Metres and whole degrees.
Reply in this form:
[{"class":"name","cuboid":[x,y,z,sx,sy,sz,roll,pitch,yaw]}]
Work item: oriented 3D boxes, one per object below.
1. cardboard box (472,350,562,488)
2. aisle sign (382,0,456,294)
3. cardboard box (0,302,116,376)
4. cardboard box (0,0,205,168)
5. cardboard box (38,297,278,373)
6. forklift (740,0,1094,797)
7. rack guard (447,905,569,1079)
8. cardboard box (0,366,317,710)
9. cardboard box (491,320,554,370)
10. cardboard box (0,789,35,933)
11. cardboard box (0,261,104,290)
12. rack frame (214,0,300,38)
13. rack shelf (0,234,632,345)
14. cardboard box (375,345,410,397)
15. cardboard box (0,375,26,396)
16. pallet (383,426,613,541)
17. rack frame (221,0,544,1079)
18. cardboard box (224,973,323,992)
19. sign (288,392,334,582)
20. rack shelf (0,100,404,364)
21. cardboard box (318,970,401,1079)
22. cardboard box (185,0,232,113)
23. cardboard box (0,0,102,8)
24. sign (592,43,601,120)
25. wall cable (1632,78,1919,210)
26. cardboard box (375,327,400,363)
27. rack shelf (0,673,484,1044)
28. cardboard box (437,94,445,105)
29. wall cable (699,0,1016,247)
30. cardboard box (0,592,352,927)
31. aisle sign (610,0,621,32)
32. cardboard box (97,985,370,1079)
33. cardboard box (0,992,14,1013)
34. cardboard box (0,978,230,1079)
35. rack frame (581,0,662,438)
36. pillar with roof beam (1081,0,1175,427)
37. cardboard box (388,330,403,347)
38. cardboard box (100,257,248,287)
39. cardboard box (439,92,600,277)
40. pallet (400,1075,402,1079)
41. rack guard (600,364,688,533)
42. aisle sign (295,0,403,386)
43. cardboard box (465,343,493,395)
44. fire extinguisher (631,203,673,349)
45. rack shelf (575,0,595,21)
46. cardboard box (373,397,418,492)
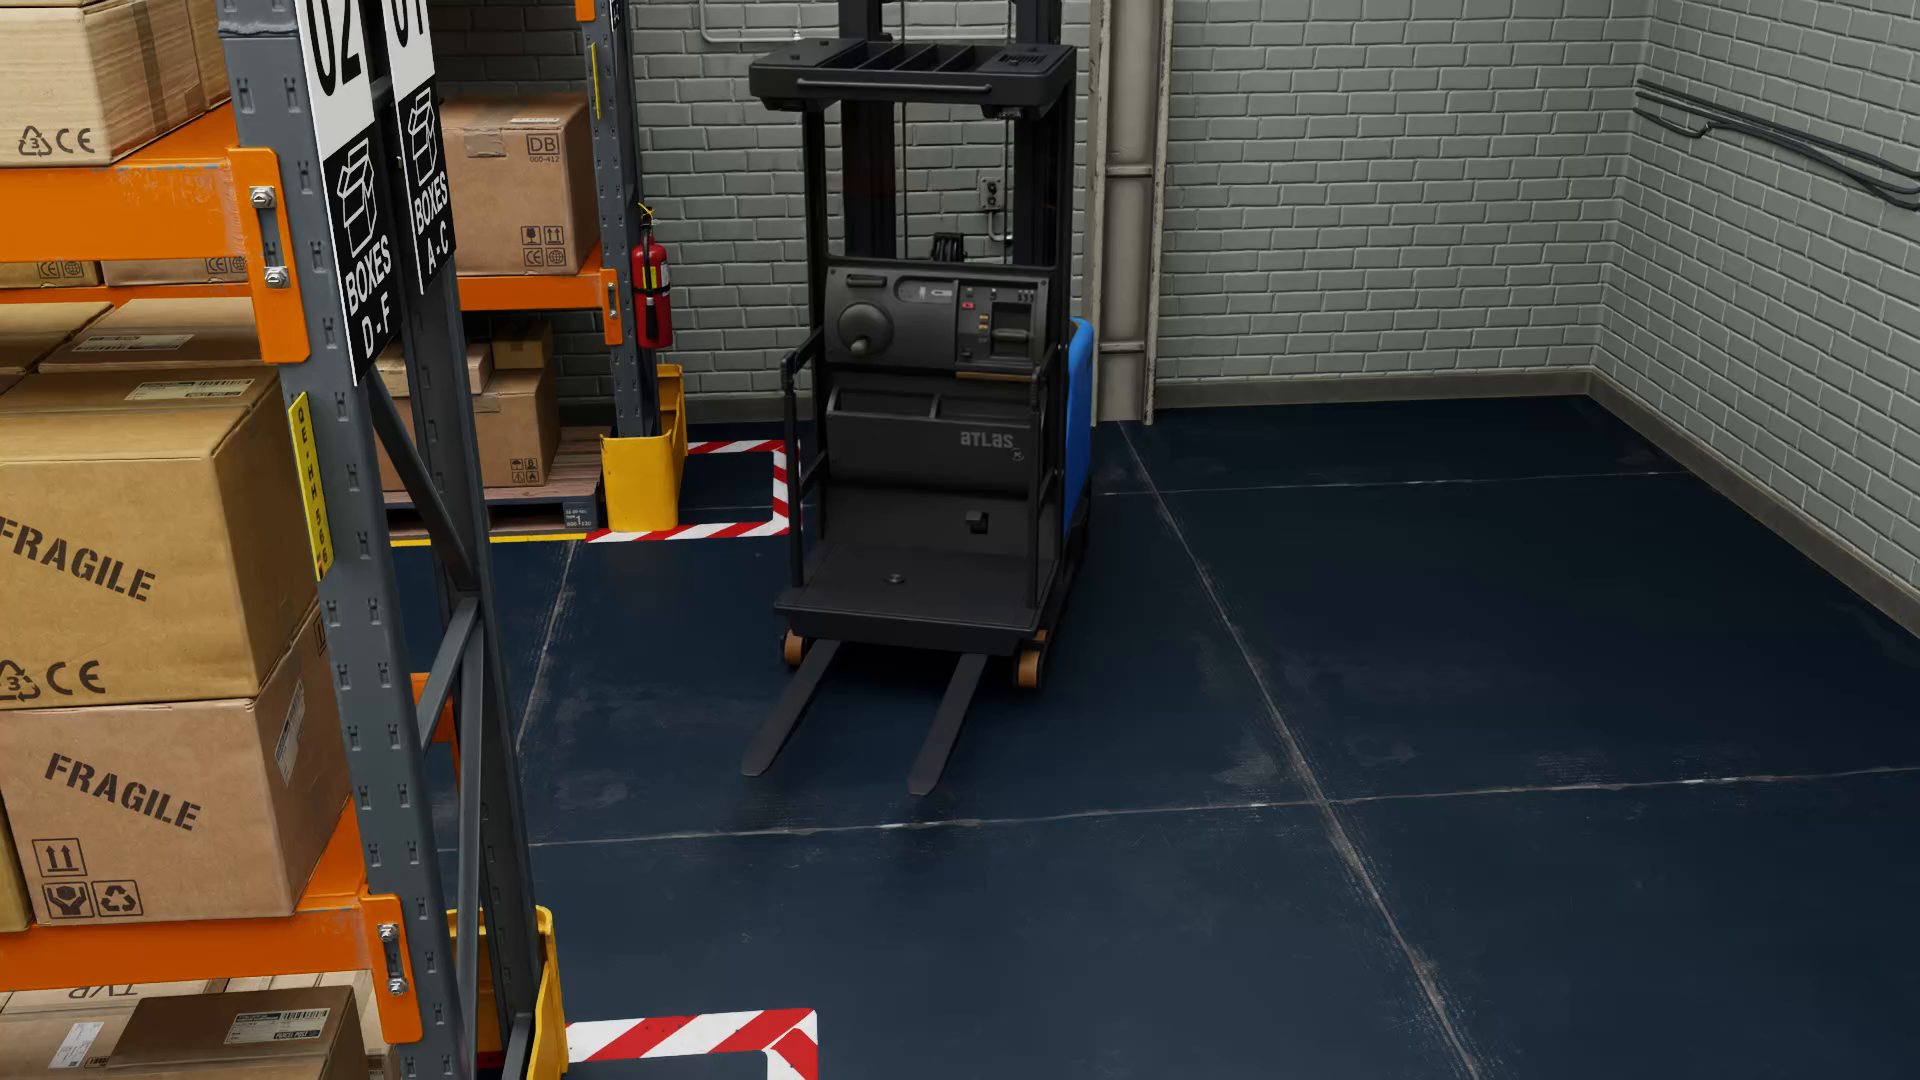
[{"class":"cardboard box","cuboid":[-2.362,-0.628,8.530,0.500,0.500,0.700,-2,24,-5]},{"class":"aisle sign","cuboid":[-1.146,-0.954,3.503,0.004,0.787,0.394,-2,24,-5]},{"class":"cardboard box","cuboid":[-2.172,-0.212,3.680,0.500,0.500,0.500,-2,24,-5]},{"class":"cardboard box","cuboid":[-1.670,-0.820,2.893,0.500,0.250,0.500,-2,24,-5]},{"class":"cardboard box","cuboid":[-1.652,-0.236,3.734,0.500,0.500,0.500,-2,24,-4]},{"class":"forklift","cuboid":[-0.140,-0.886,6.635,1.130,2.935,3.031,5,24,11]},{"class":"rack guard","cuboid":[-1.260,1.501,4.258,0.348,0.500,1.175,-2,24,-5]},{"class":"cardboard box","cuboid":[-1.601,-0.018,3.244,0.500,0.500,0.500,-3,24,-6]},{"class":"cardboard box","cuboid":[-2.257,-1.010,8.592,0.250,0.149,0.380,-2,24,-5]},{"class":"cardboard box","cuboid":[-2.120,0.460,3.400,0.500,0.500,0.500,-2,24,-5]},{"class":"cardboard box","cuboid":[-4.388,-1.666,7.936,0.700,0.700,0.980,-3,24,-6]},{"class":"rack frame","cuboid":[-1.185,-2.386,2.539,0.127,3.000,1.000,-2,24,-5]},{"class":"rack shelf","cuboid":[-3.666,-1.238,8.228,4.000,0.370,1.077,-2,24,-5]},{"class":"cardboard box","cuboid":[-2.726,-0.835,8.198,0.250,0.149,0.380,-2,24,-4]},{"class":"cardboard box","cuboid":[-2.103,0.002,3.198,0.500,0.500,0.500,-2,24,-4]},{"class":"pallet","cuboid":[-2.463,-0.309,8.685,1.213,0.211,1.003,-2,24,-5]},{"class":"rack frame","cuboid":[-1.185,0.355,3.757,0.127,3.000,1.000,-2,24,-5]},{"class":"cardboard box","cuboid":[-1.884,1.337,4.496,0.250,0.166,0.380,-2,24,-5]},{"class":"sign","cuboid":[-1.150,-0.093,2.952,0.005,0.325,0.100,-2,24,-5]},{"class":"rack shelf","cuboid":[-3.175,-0.607,3.115,4.000,0.370,1.077,-2,24,-5]},{"class":"cardboard box","cuboid":[-1.635,1.335,4.522,0.250,0.149,0.380,-2,24,-5]},{"class":"cardboard box","cuboid":[-1.721,-1.029,3.364,0.500,0.250,0.500,-2,24,-5]},{"class":"cardboard box","cuboid":[-1.671,-1.052,2.799,0.500,0.250,0.500,-2,24,-5]},{"class":"sign","cuboid":[-1.636,-2.064,7.484,0.005,0.325,0.100,-2,24,-5]},{"class":"wall cable","cuboid":[3.988,-3.051,7.857,0.112,2.526,3.097,-2,24,-5]},{"class":"cardboard box","cuboid":[-3.011,-0.980,8.523,0.250,0.149,0.380,-2,24,-5]},{"class":"rack shelf","cuboid":[-3.175,0.764,3.724,4.000,0.370,1.077,-2,24,-5]},{"class":"cardboard box","cuboid":[-2.905,-1.726,8.070,0.700,0.700,0.980,-2,24,-6]},{"class":"wall cable","cuboid":[-0.494,-2.544,9.031,1.851,1.984,0.084,-2,24,-5]},{"class":"cardboard box","cuboid":[-1.604,0.438,3.449,0.500,0.500,0.500,-2,24,-4]},{"class":"aisle sign","cuboid":[-1.574,-2.716,7.467,0.004,0.787,0.394,-2,24,-5]},{"class":"cardboard box","cuboid":[-1.702,1.418,3.903,0.500,0.500,0.500,-2,24,-5]},{"class":"cardboard box","cuboid":[-2.749,1.358,4.346,0.500,0.250,0.500,-2,24,-5]},{"class":"cardboard box","cuboid":[-2.251,1.338,4.391,0.500,0.250,0.500,-2,24,-5]},{"class":"rack frame","cuboid":[-1.675,-1.647,8.262,0.127,3.000,1.000,-2,24,-5]},{"class":"pillar with roof beam","cuboid":[1.350,-3.105,4.158,0.400,9.000,9.100,-2,24,-5]},{"class":"cardboard box","cuboid":[-2.762,-0.990,8.545,0.250,0.149,0.380,-2,24,-5]},{"class":"cardboard box","cuboid":[-3.665,-1.699,8.010,0.700,0.700,0.980,-3,24,-8]},{"class":"cardboard box","cuboid":[-2.182,-1.759,8.146,0.700,0.700,0.980,-1,24,-3]},{"class":"pallet","cuboid":[-2.054,1.665,4.245,1.213,0.211,1.003,-2,24,-5]},{"class":"rack guard","cuboid":[-1.652,-0.505,8.772,0.348,0.500,1.175,-2,24,-5]},{"class":"aisle sign","cuboid":[-1.087,-0.711,2.957,0.004,0.787,0.394,-2,24,-5]},{"class":"cardboard box","cuboid":[-2.472,-0.846,8.221,0.250,0.149,0.380,-3,24,-6]},{"class":"fire extinguisher","cuboid":[-1.480,-1.260,7.947,0.183,0.674,0.296,-2,24,-5]},{"class":"rack shelf","cuboid":[-3.666,-2.609,7.619,4.000,0.370,1.077,-2,24,-5]},{"class":"cardboard box","cuboid":[-2.860,-0.608,8.485,0.500,0.500,0.700,-2,24,-5]}]
